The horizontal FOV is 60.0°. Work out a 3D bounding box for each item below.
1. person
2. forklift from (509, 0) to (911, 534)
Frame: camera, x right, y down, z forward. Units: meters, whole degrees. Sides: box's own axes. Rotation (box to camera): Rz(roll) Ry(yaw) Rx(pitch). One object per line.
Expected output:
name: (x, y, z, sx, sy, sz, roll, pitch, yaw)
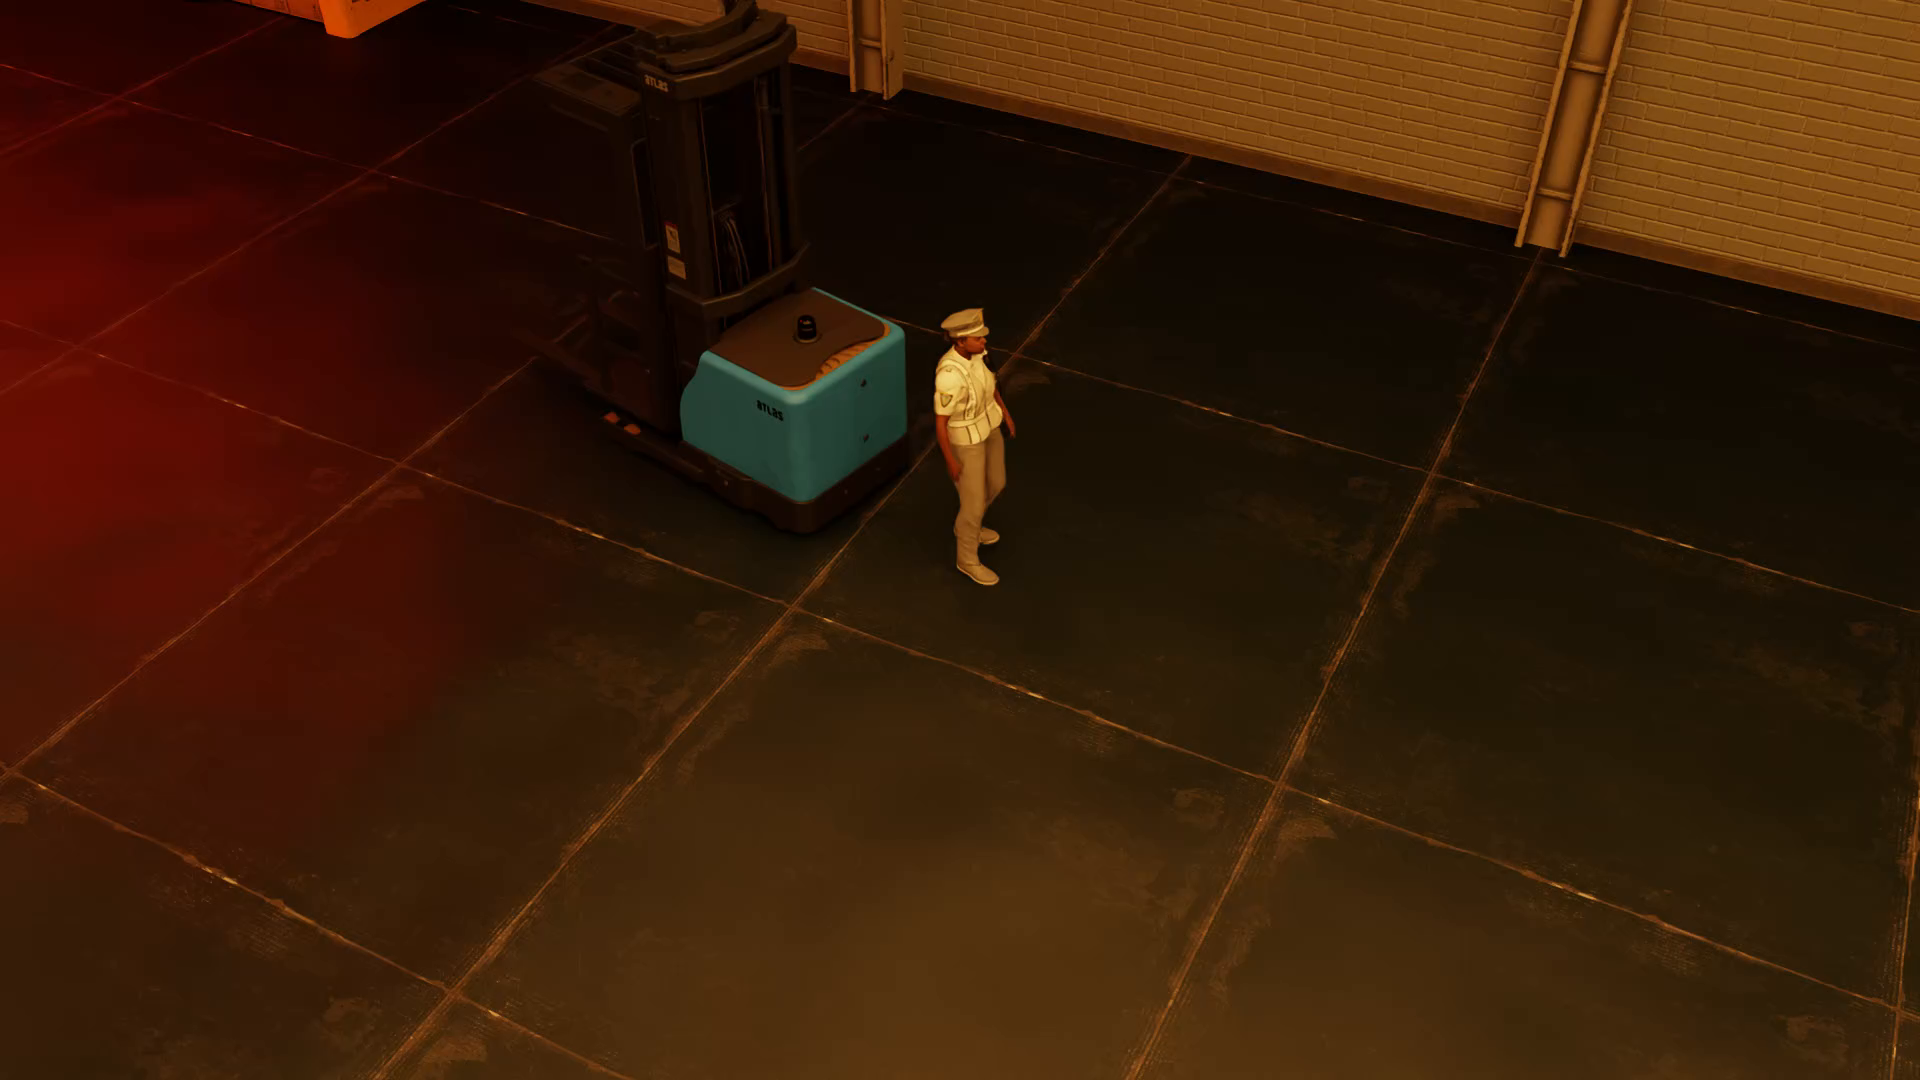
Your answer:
person: (0.120, -0.583, 9.683, 0.543, 1.671, 0.597, 22, 45, 24)
forklift: (-1.780, -1.955, 10.308, 3.031, 2.935, 1.130, 28, 47, 29)
